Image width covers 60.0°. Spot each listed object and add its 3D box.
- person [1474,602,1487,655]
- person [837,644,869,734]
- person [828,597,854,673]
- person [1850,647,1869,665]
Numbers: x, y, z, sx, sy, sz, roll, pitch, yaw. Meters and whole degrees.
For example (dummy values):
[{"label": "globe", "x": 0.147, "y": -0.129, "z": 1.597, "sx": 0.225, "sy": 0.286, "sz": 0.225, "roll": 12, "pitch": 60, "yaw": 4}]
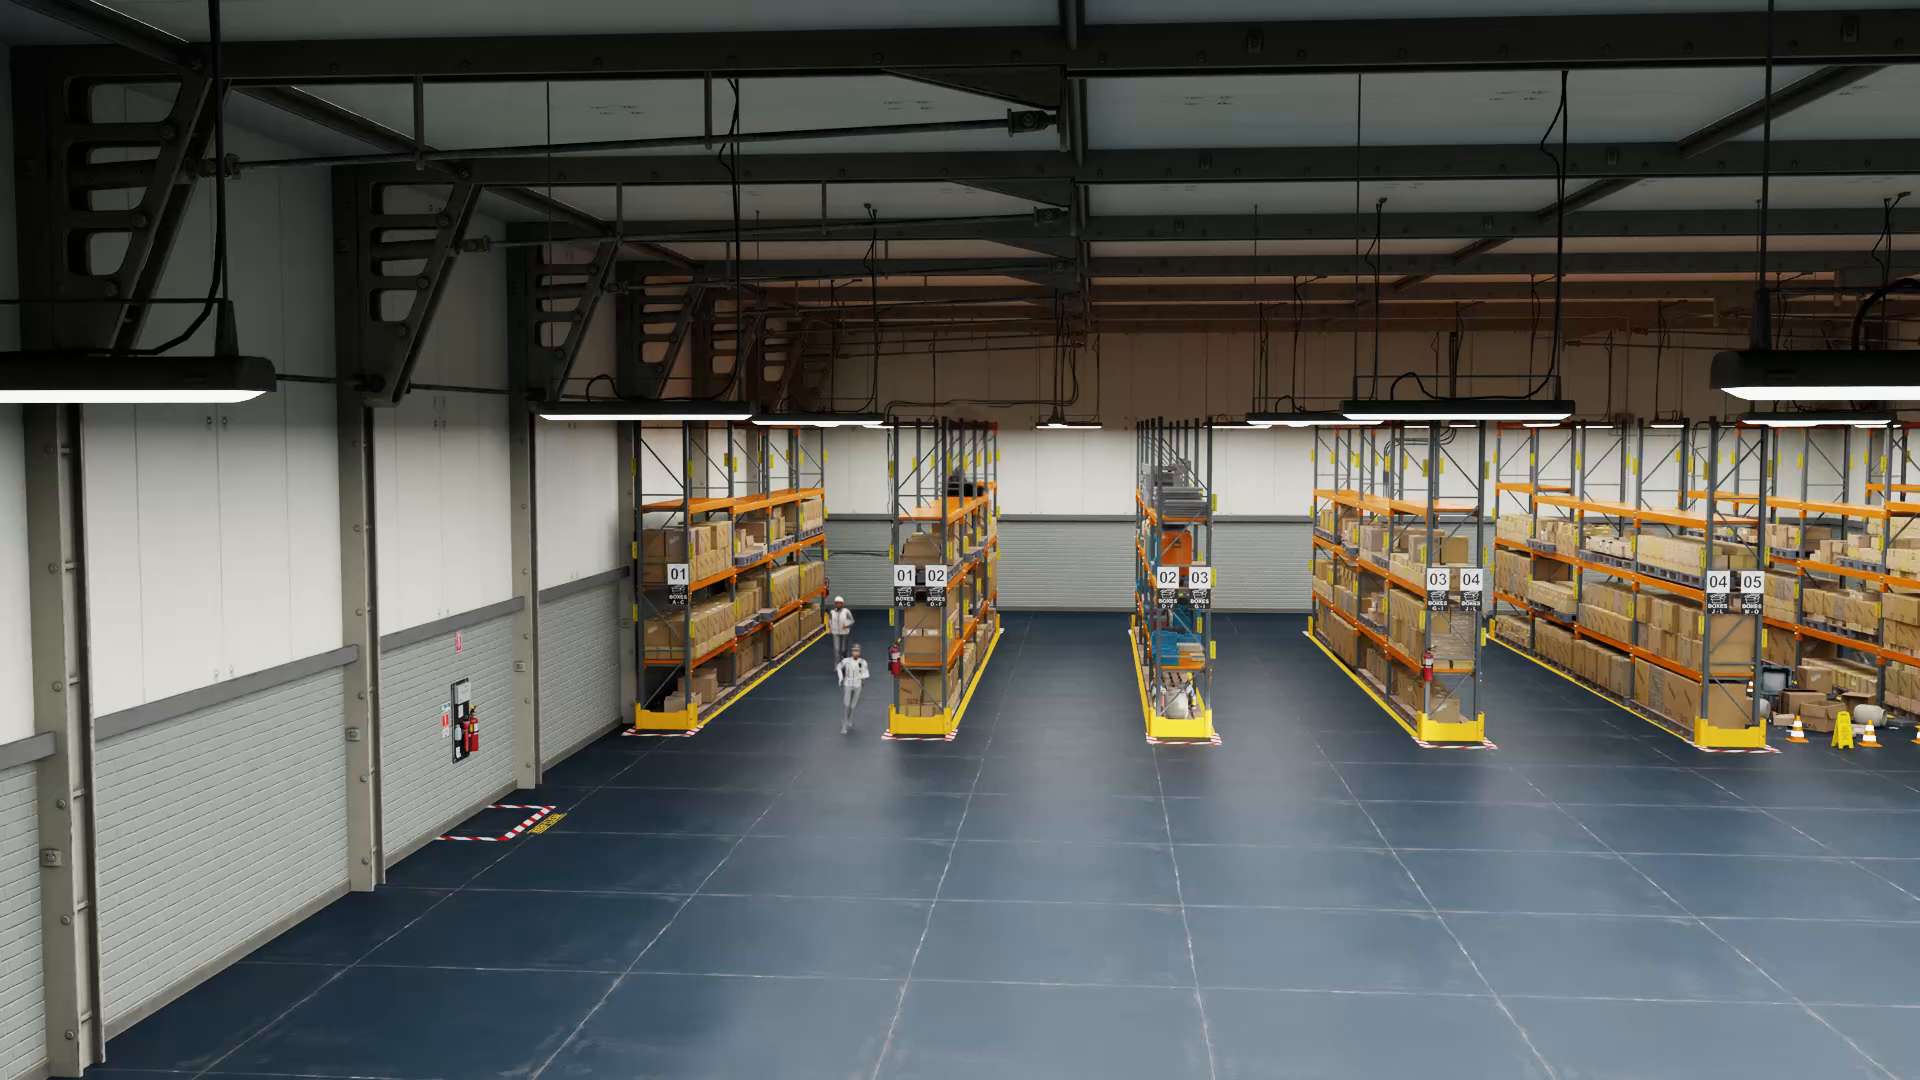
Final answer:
[{"label": "person", "x": 13.239, "y": 2.126, "z": 42.690, "sx": 0.593, "sy": 1.639, "sz": 0.901, "roll": 1, "pitch": 4, "yaw": 9}, {"label": "person", "x": -2.042, "y": 2.835, "z": 31.778, "sx": 0.602, "sy": 1.734, "sz": 0.732, "roll": -1, "pitch": 4, "yaw": -9}, {"label": "person", "x": -2.834, "y": 2.227, "z": 39.598, "sx": 0.655, "sy": 1.771, "sz": 0.891, "roll": 0, "pitch": 4, "yaw": 4}, {"label": "person", "x": 21.405, "y": 2.367, "z": 39.565, "sx": 0.546, "sy": 1.562, "sz": 0.496, "roll": 0, "pitch": 4, "yaw": -2}]
